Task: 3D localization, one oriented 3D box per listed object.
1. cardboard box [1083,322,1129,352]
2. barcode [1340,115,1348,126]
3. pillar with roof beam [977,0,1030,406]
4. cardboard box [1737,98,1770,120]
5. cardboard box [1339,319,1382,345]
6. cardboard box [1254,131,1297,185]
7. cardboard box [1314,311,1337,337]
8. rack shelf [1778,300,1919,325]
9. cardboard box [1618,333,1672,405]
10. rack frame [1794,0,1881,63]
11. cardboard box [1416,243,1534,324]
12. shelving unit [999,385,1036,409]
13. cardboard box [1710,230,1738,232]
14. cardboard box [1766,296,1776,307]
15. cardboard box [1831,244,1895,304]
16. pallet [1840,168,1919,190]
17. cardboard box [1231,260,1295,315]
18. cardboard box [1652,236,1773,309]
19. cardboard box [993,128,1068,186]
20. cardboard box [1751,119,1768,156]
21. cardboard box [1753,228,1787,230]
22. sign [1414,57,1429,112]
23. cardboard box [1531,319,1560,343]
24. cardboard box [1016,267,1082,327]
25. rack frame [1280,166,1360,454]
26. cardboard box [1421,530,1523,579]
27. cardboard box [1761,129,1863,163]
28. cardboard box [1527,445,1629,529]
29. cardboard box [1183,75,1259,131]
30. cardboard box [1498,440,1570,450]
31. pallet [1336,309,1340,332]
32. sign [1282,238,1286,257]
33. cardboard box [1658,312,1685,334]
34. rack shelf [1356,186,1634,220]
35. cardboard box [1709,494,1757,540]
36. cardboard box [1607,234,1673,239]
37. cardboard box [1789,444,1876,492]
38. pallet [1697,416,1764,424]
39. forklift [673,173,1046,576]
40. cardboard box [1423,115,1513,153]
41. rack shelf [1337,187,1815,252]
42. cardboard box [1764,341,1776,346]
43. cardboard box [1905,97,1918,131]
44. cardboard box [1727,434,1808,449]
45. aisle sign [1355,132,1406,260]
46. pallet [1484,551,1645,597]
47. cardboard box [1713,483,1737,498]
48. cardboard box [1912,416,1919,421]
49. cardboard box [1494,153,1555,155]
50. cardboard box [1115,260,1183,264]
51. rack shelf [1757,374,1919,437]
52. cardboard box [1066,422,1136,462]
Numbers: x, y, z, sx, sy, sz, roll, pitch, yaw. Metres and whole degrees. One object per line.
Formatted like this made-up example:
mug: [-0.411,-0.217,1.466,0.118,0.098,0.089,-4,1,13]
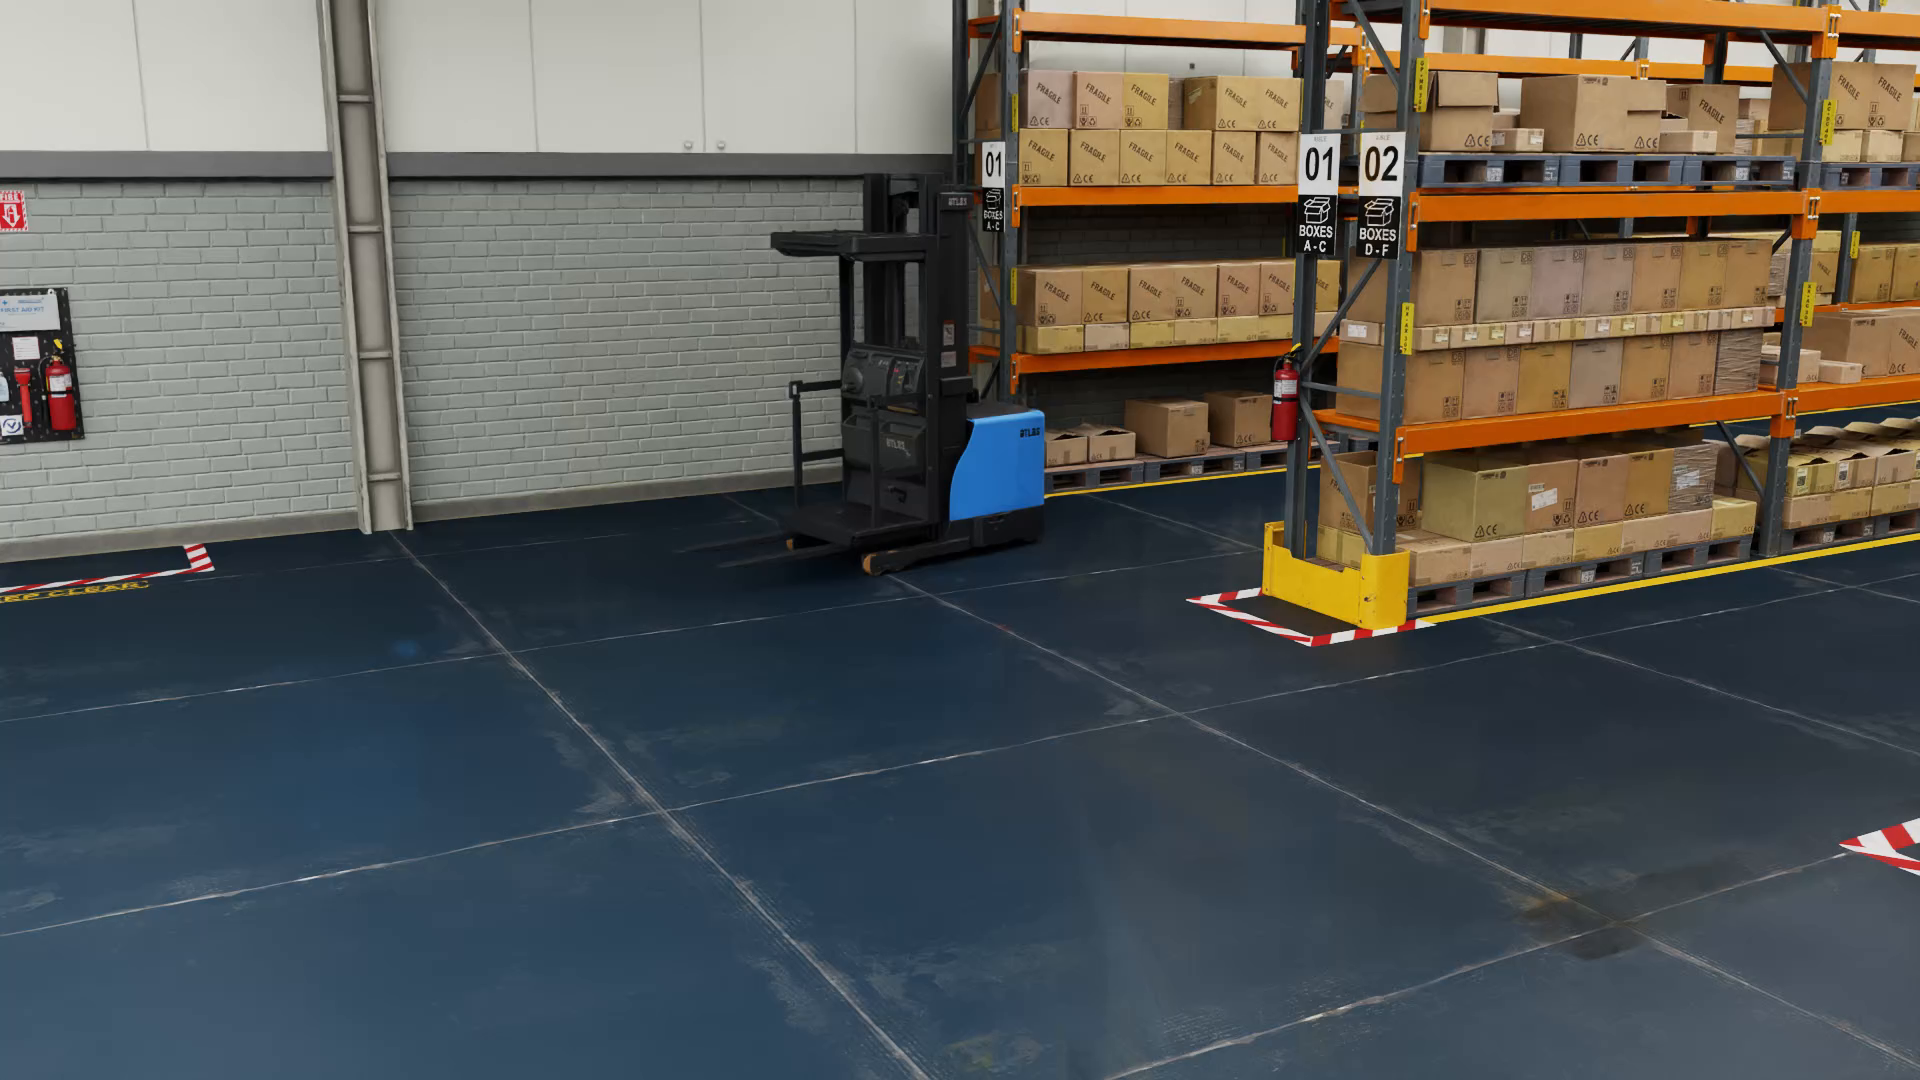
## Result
cardboard box: [1.248,-1.936,15.677,0.500,0.250,0.500,-7,15,-30]
barcode: [2.630,-2.869,11.372,0.075,0.075,0.001,-7,14,-28]
pillar with roof beam: [2.482,-4.290,12.174,0.400,9.000,9.100,-7,14,-28]
cardboard box: [9.439,-5.179,20.020,0.500,0.250,0.500,-7,15,-30]
cardboard box: [2.840,-1.440,11.471,0.250,0.149,0.380,-7,15,-29]
cardboard box: [2.955,-3.743,16.306,0.500,0.500,0.500,-8,15,-33]
cardboard box: [3.459,-2.201,16.855,0.500,0.250,0.500,-7,14,-28]
rack shelf: [12.507,-3.074,22.075,4.000,0.370,1.077,-7,14,-28]
cardboard box: [4.818,-1.311,12.374,0.500,0.500,0.700,-7,14,-27]
rack frame: [10.752,-6.141,20.402,0.127,3.000,1.000,-7,14,-28]
cardboard box: [3.517,-1.788,11.540,0.500,0.500,0.700,-7,15,-29]
shelving unit: [0.475,-0.678,13.888,0.189,1.200,0.258,-11,17,-39]
cardboard box: [9.330,-3.676,20.452,0.500,0.250,0.500,-7,15,-30]
cardboard box: [9.682,-2.910,20.234,0.250,0.149,0.380,-7,14,-28]
cardboard box: [11.236,-3.415,21.268,0.700,0.700,0.980,-7,14,-27]
pallet: [8.085,-3.004,13.723,1.213,0.211,1.003,-6,14,-25]
cardboard box: [3.028,-2.512,16.529,0.500,0.500,0.500,-7,14,-28]
cardboard box: [5.720,-2.052,12.715,0.500,0.500,0.700,-7,14,-28]
cardboard box: [0.632,-3.461,15.051,0.500,0.500,0.500,-6,14,-26]
cardboard box: [9.469,-4.799,20.039,0.500,0.500,0.700,-7,15,-29]
cardboard box: [10.223,-3.786,20.941,0.500,0.250,0.500,-6,14,-26]
sign: [2.857,-2.819,10.299,0.005,0.325,0.100,-7,14,-28]
cardboard box: [3.949,-1.472,11.612,0.250,0.149,0.380,-7,15,-30]
cardboard box: [0.782,-2.247,15.349,0.500,0.500,0.500,-7,14,-28]
rack frame: [3.730,-2.373,17.321,0.127,3.000,1.000,-7,14,-28]
cardboard box: [3.610,0.072,11.764,0.500,0.250,0.500,-7,14,-28]
cardboard box: [6.652,-3.077,13.002,0.500,0.250,0.500,-5,14,-22]
cardboard box: [4.491,-0.398,12.144,0.500,0.500,0.500,-7,14,-28]
cardboard box: [2.491,-4.161,15.884,0.500,0.500,0.500,-7,15,-30]
cardboard box: [4.234,-0.501,12.603,0.500,0.500,0.500,-7,14,-28]
pallet: [4.471,-2.332,17.575,1.213,0.211,1.003,-7,14,-28]
sign: [3.461,-3.044,17.668,0.005,0.325,0.100,-7,14,-28]
cardboard box: [5.077,-1.607,12.214,0.250,0.149,0.380,-7,14,-28]
rack shelf: [5.485,-3.696,18.006,4.000,0.370,1.077,-7,14,-28]
cardboard box: [5.805,-0.191,12.933,0.500,0.250,0.500,-7,14,-28]
cardboard box: [7.788,-3.364,19.068,0.500,0.250,0.500,-6,14,-27]
cardboard box: [7.031,-0.603,13.485,0.500,0.311,0.500,-7,14,-29]
pallet: [9.039,-1.629,20.368,1.213,0.211,1.003,-7,14,-28]
forklift: [-0.750,-1.292,12.675,3.031,2.935,1.130,-11,17,-39]
cardboard box: [3.480,-2.833,11.601,0.500,0.250,0.500,-7,14,-28]
rack shelf: [4.351,-2.321,11.896,4.000,0.370,1.077,-7,14,-28]
cardboard box: [6.791,-1.481,13.664,0.258,0.266,0.396,-7,15,-29]
cardboard box: [11.512,-5.245,20.702,0.500,0.500,0.500,-7,14,-28]
cardboard box: [6.779,-0.709,13.959,0.500,0.311,0.500,-6,14,-26]
aisle sign: [2.685,-2.200,10.633,0.004,0.787,0.394,-7,14,-28]
pallet: [4.317,0.146,12.477,1.213,0.211,1.003,-7,14,-28]
cardboard box: [6.332,-0.382,13.779,0.500,0.250,0.500,-7,14,-28]
cardboard box: [9.017,-0.978,15.152,0.500,0.311,0.500,-6,14,-26]
cardboard box: [6.059,-4.199,18.322,0.637,0.503,0.797,-5,14,-20]
cardboard box: [1.871,-2.504,16.493,0.500,0.500,0.500,-7,14,-27]
rack shelf: [7.862,-1.278,14.095,4.000,0.370,1.077,-7,14,-28]
cardboard box: [1.370,-0.970,16.211,0.500,0.311,0.500,-6,14,-23]
